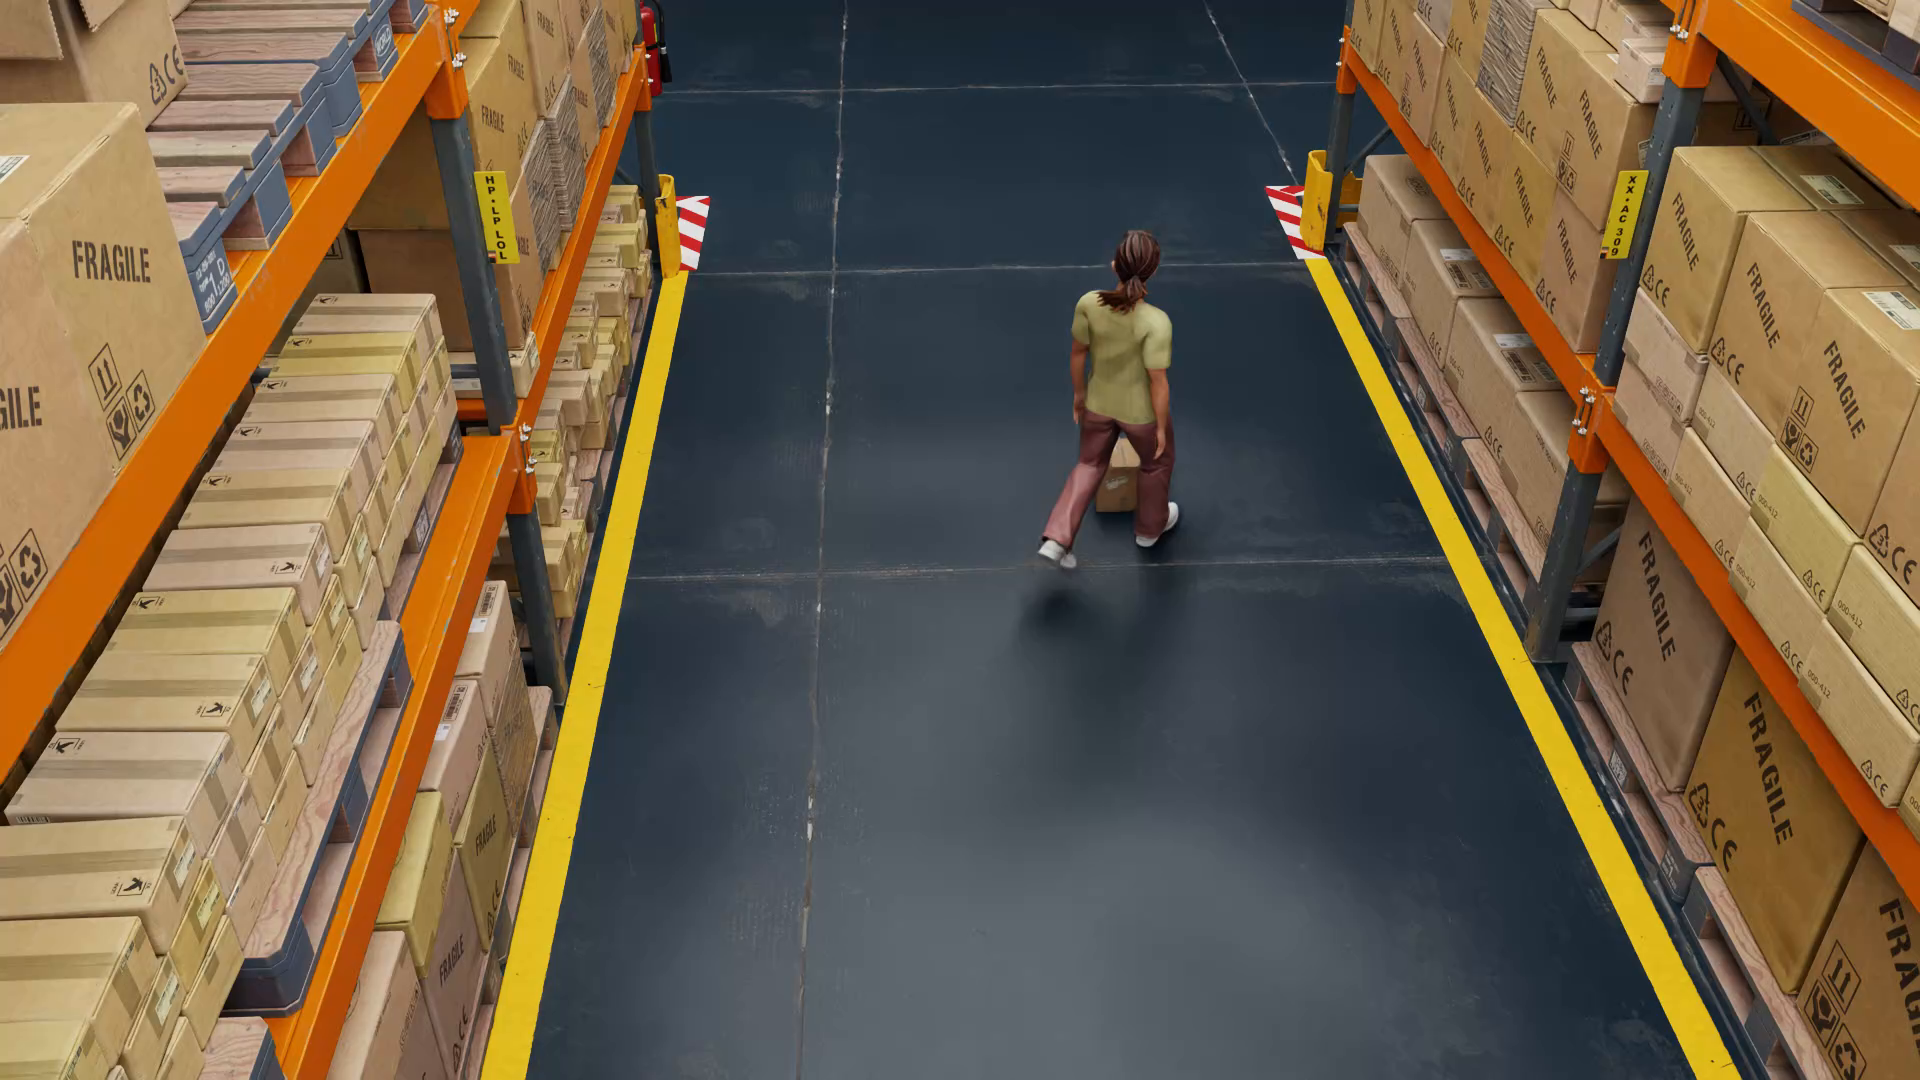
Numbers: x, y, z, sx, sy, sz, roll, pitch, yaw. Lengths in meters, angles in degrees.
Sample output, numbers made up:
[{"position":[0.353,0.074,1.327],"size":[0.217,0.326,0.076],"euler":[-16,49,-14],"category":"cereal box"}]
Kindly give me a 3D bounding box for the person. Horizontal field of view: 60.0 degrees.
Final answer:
[{"position":[0.696,-0.576,6.981],"size":[0.464,1.629,0.896],"euler":[18,39,24],"category":"person"}]
